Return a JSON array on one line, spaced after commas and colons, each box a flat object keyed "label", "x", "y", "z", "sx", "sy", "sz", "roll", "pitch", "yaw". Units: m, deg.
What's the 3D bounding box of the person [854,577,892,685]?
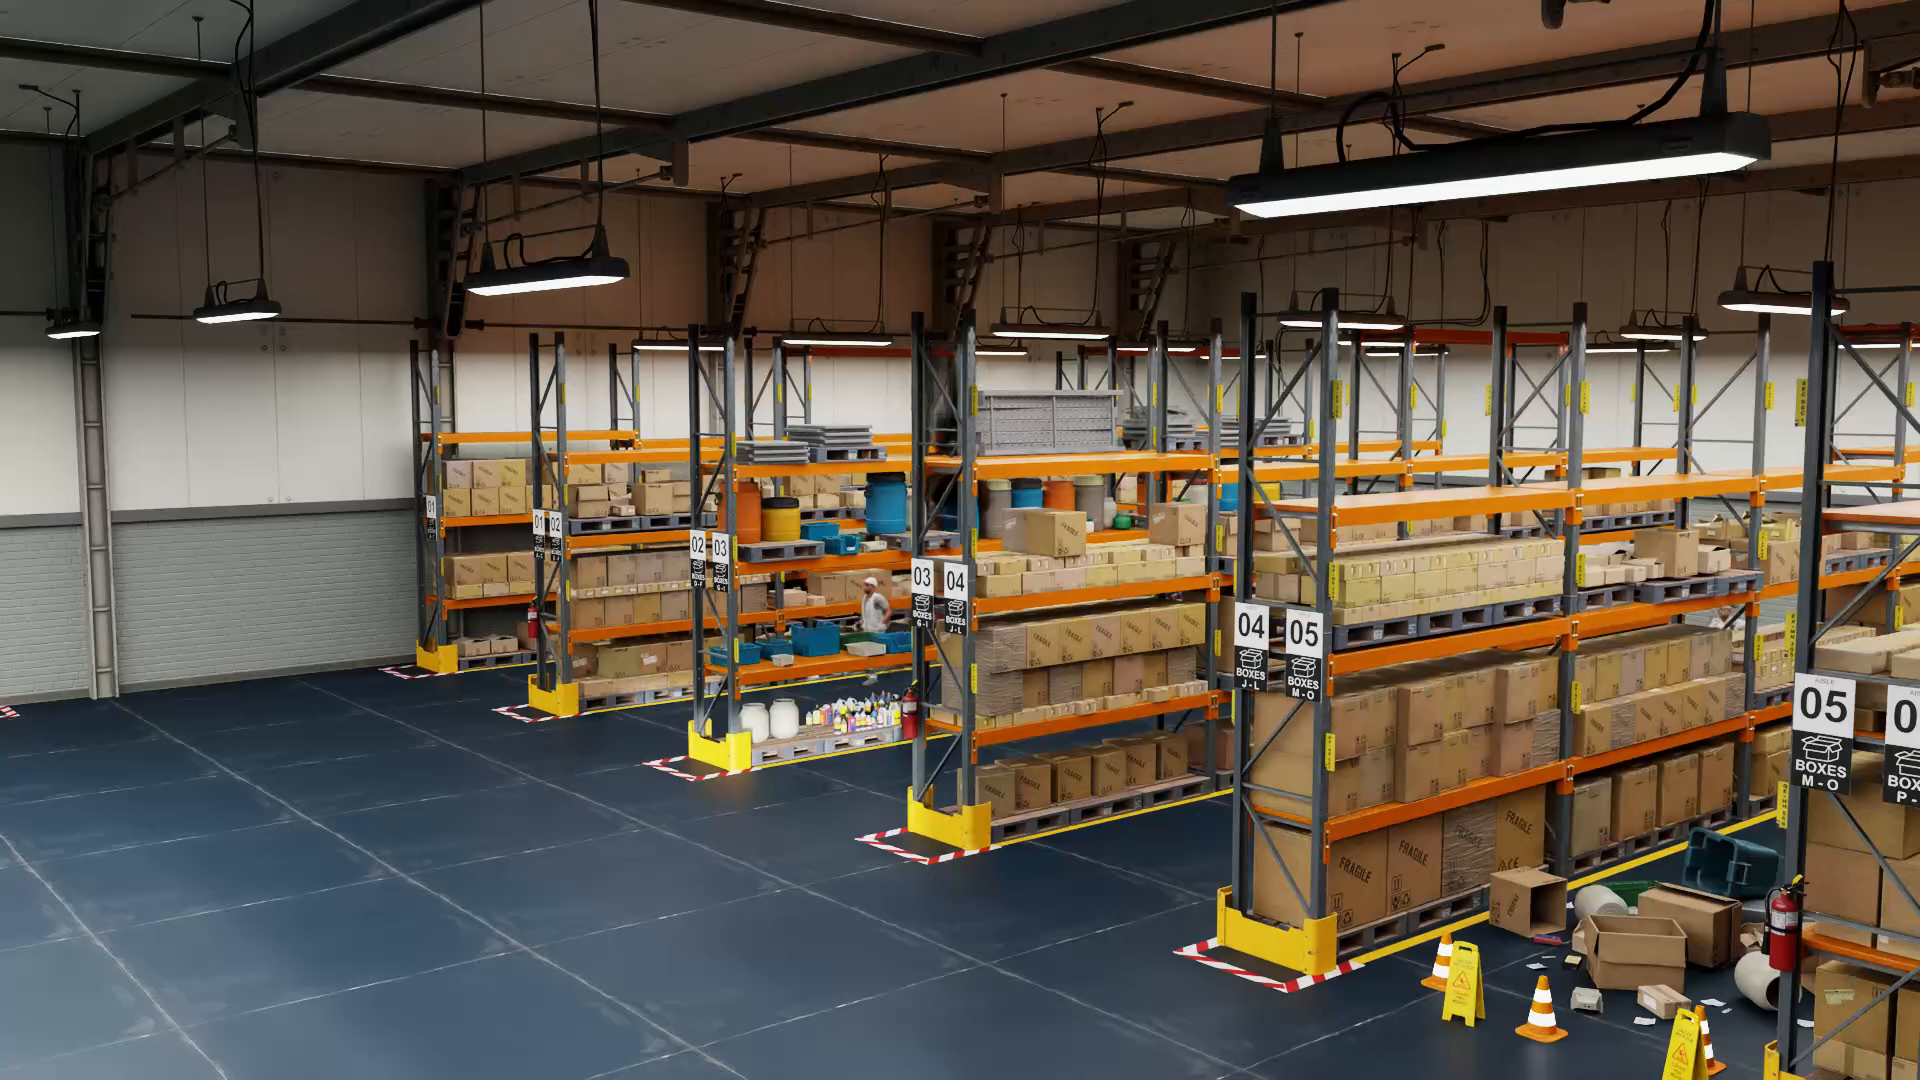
[{"label": "person", "x": -1.367, "y": 1.484, "z": 27.275, "sx": 0.678, "sy": 1.776, "sz": 0.655, "roll": -5, "pitch": 7, "yaw": -41}]

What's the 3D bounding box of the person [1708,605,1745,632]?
[{"label": "person", "x": 12.209, "y": 1.835, "z": 26.469, "sx": 0.863, "sy": 1.767, "sz": 0.679, "roll": -3, "pitch": 6, "yaw": -33}]
